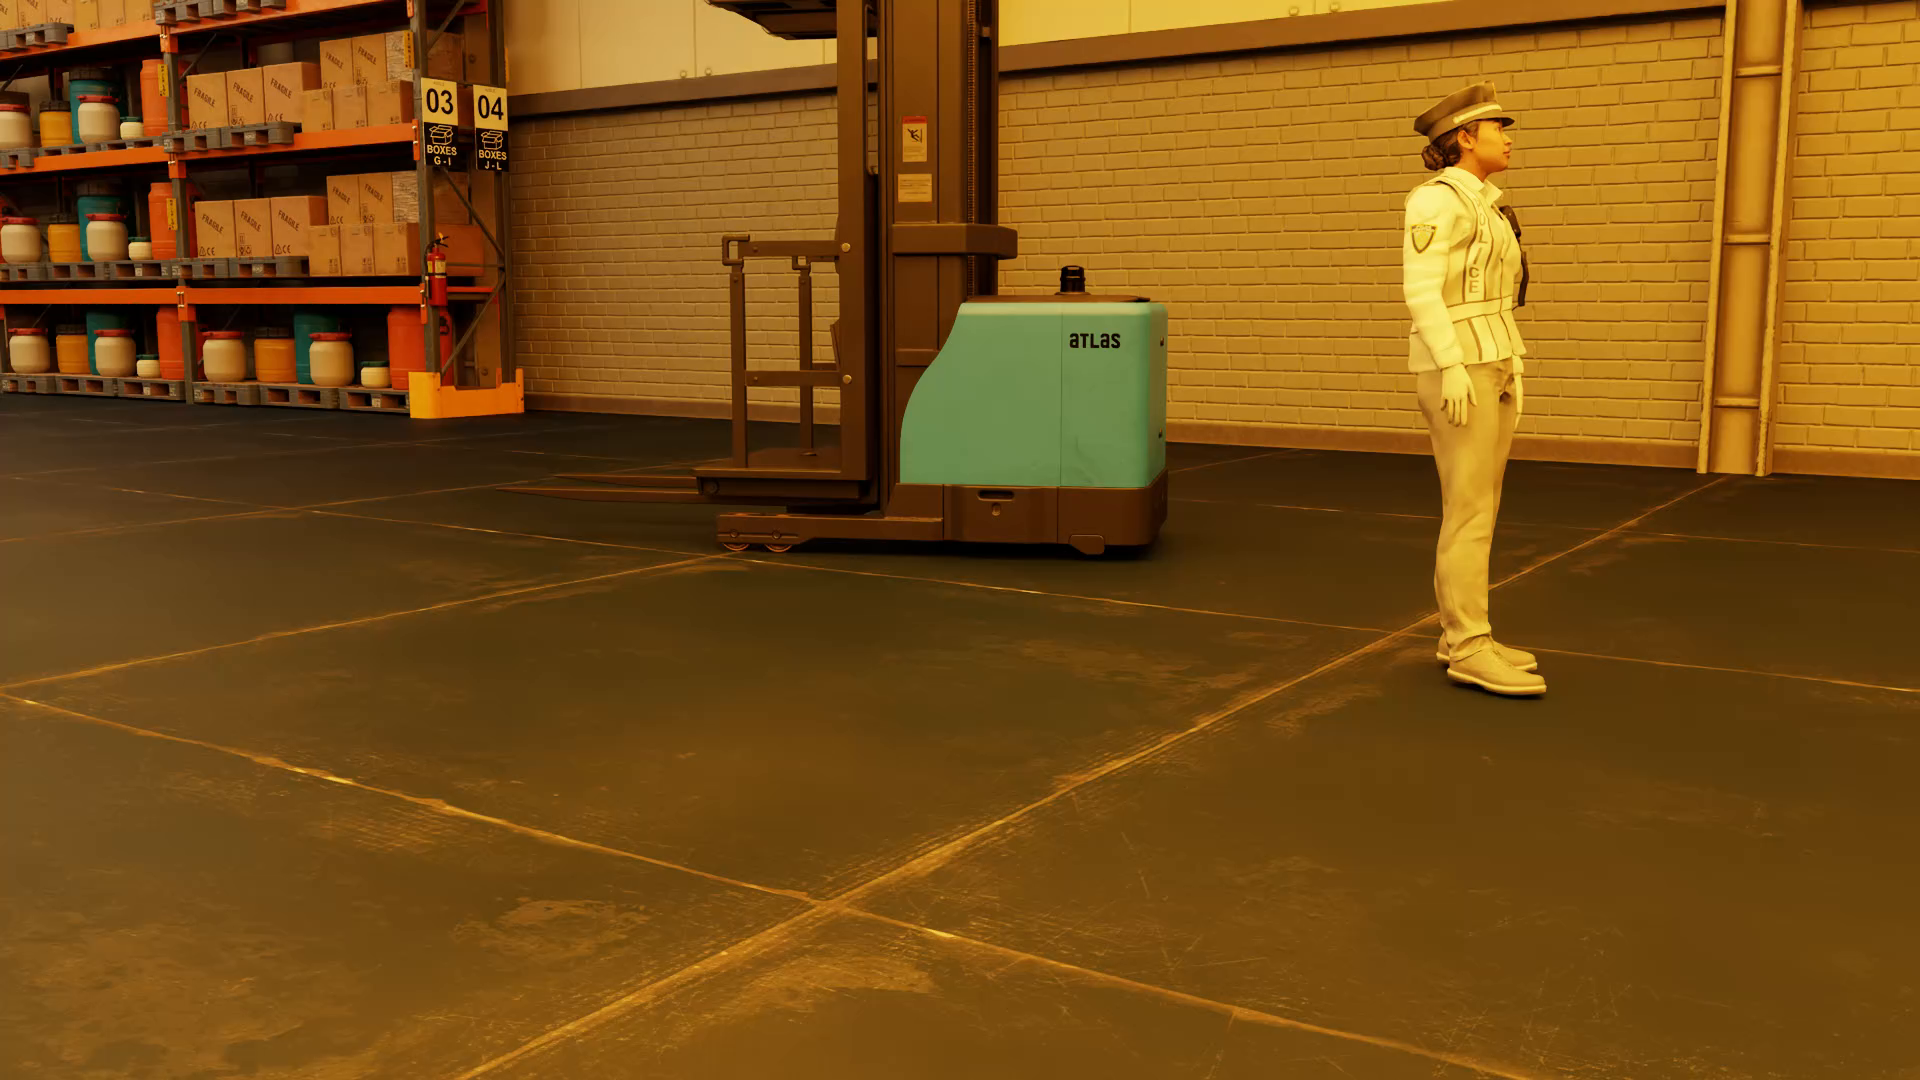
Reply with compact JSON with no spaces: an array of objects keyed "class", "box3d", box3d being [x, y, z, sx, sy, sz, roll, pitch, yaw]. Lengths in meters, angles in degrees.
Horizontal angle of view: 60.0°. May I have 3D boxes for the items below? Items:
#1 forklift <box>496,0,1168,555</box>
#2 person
[{"class":"forklift","box3d":[-0.596,-1.469,7.520,3.031,2.935,1.130,2,8,12]},{"class":"person","box3d":[1.524,-0.460,4.767,0.531,1.694,0.587,6,10,36]}]
